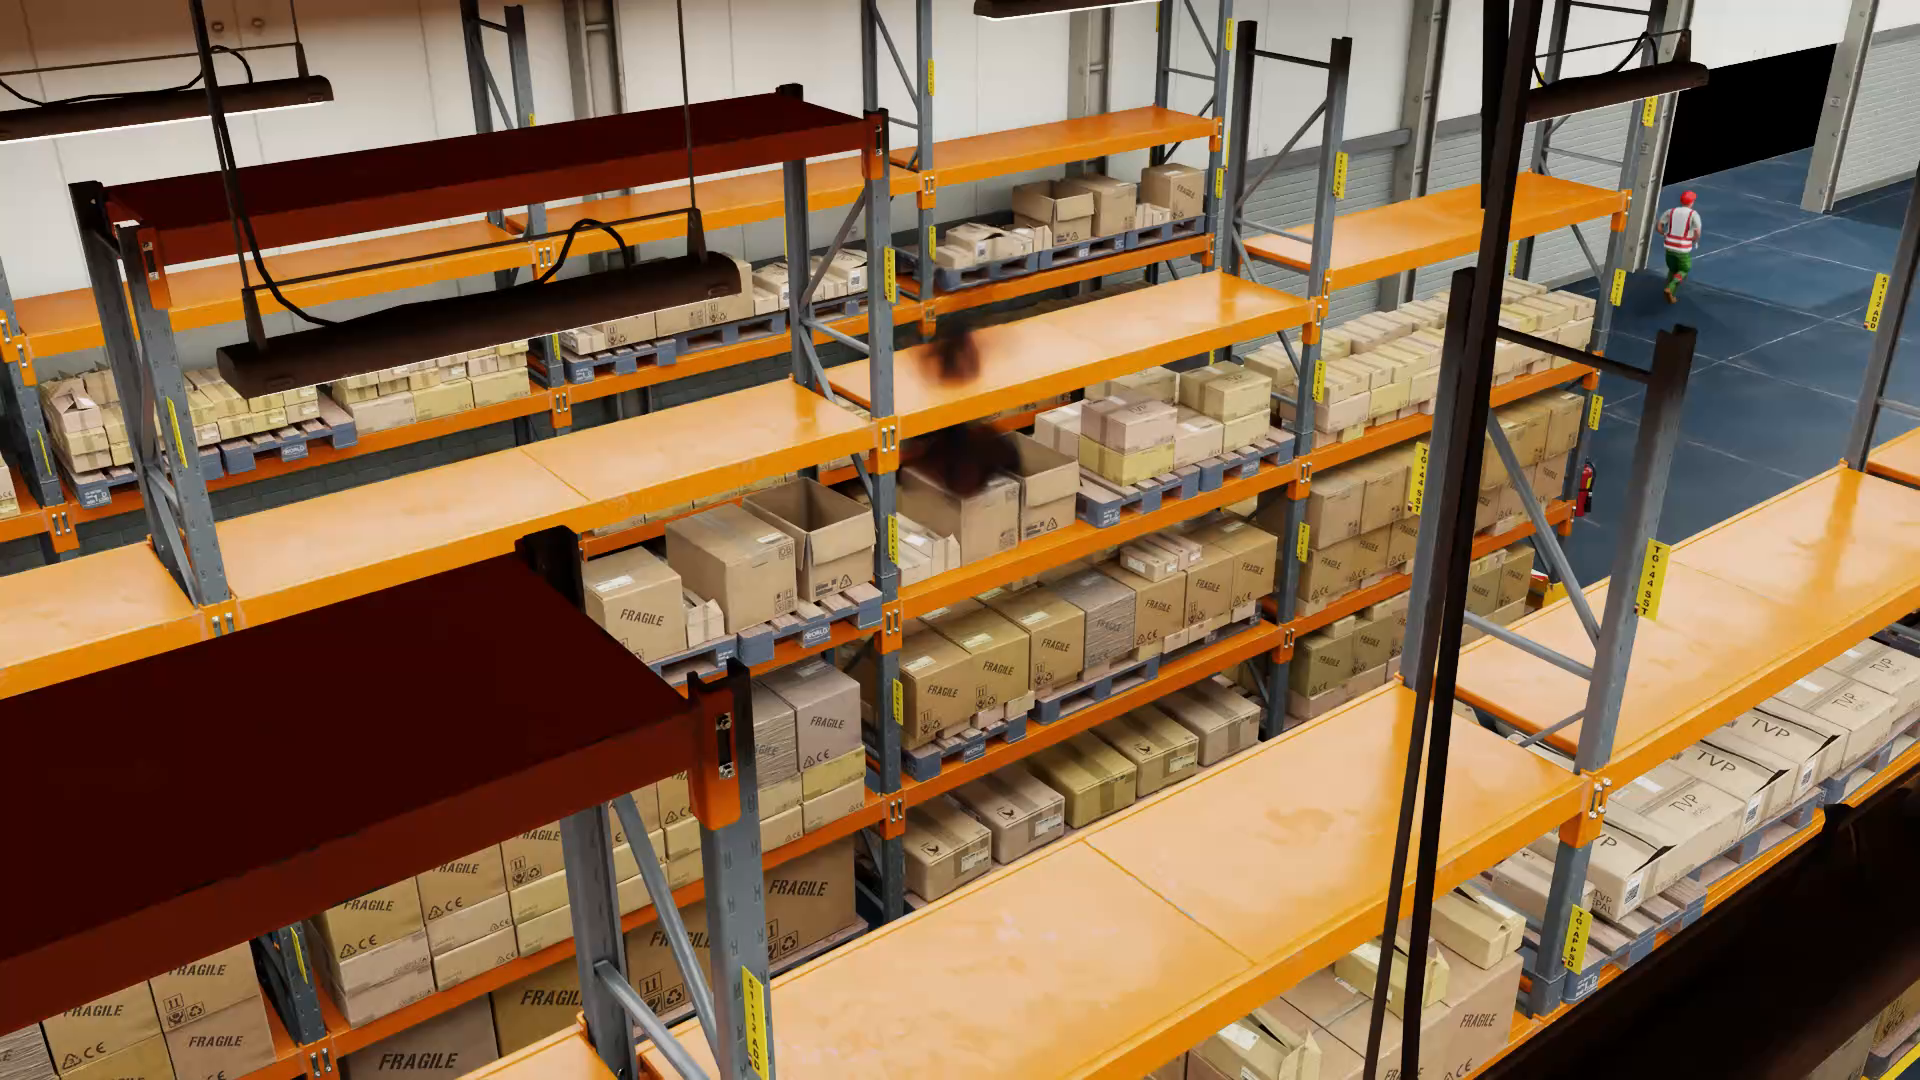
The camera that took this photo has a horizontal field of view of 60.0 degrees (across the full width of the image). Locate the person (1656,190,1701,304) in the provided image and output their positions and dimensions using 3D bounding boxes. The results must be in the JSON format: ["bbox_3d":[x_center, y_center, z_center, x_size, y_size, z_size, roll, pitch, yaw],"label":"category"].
[{"bbox_3d":[10.804,-4.397,25.111,0.633,1.761,0.681,-23,34,-38],"label":"person"}]
